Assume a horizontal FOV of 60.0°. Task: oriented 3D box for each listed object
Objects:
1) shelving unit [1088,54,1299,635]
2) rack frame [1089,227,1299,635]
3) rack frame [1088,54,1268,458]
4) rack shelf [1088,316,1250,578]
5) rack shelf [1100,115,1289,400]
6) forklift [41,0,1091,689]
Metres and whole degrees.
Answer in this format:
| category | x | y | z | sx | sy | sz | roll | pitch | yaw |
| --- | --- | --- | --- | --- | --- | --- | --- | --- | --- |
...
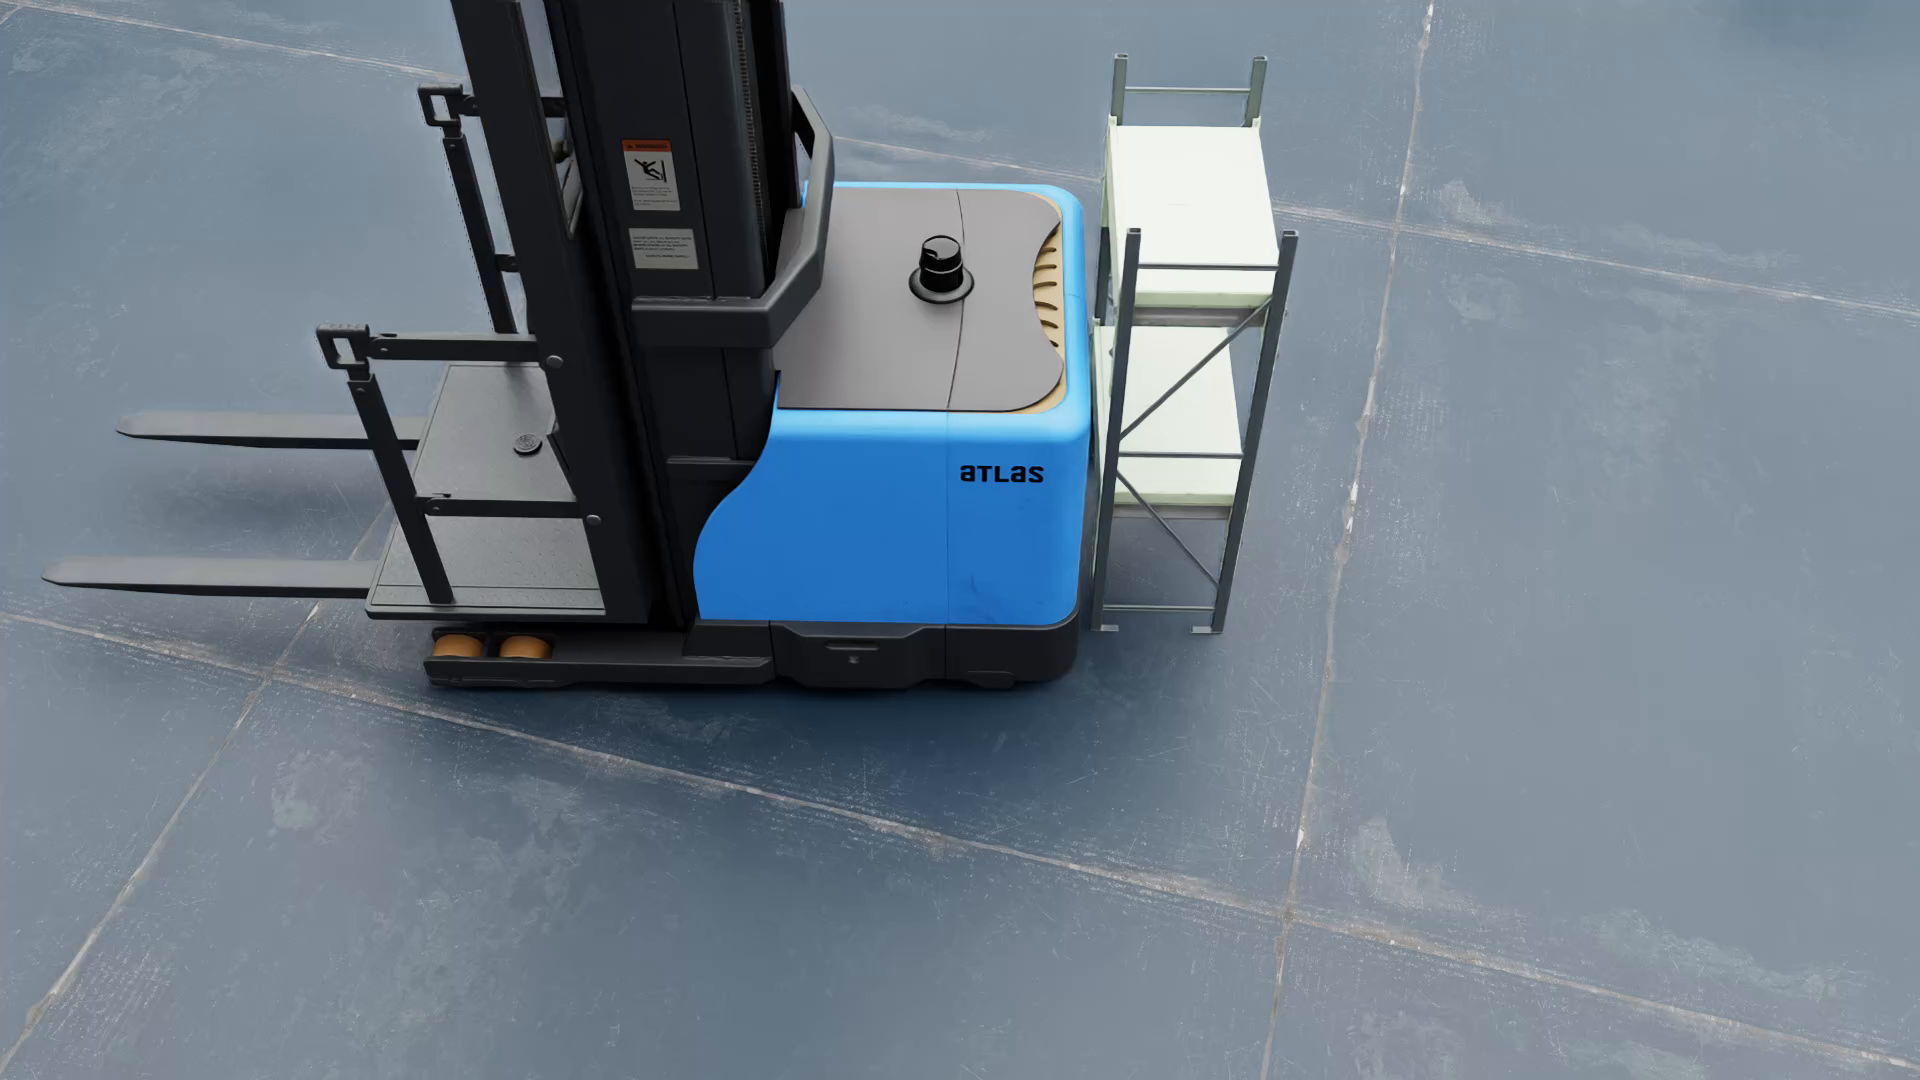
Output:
| category | x | y | z | sx | sy | sz | roll | pitch | yaw |
| --- | --- | --- | --- | --- | --- | --- | --- | --- | --- |
| shelving unit | 0.598 | -0.498 | 4.689 | 0.431 | 1.500 | 0.755 | 1 | 49 | 1 |
| rack frame | 0.590 | -0.224 | 4.447 | 0.400 | 1.500 | 0.023 | 1 | 49 | 1 |
| rack frame | 0.607 | -0.773 | 4.932 | 0.400 | 1.500 | 0.023 | 1 | 49 | 1 |
| rack shelf | 0.598 | -0.283 | 4.934 | 0.431 | 0.370 | 0.720 | 1 | 49 | 1 |
| rack shelf | 0.599 | -0.757 | 4.397 | 0.431 | 0.370 | 0.720 | 1 | 49 | 1 |
| forklift | -1.164 | -0.934 | 4.119 | 3.031 | 2.935 | 1.130 | 1 | 49 | 1 |
